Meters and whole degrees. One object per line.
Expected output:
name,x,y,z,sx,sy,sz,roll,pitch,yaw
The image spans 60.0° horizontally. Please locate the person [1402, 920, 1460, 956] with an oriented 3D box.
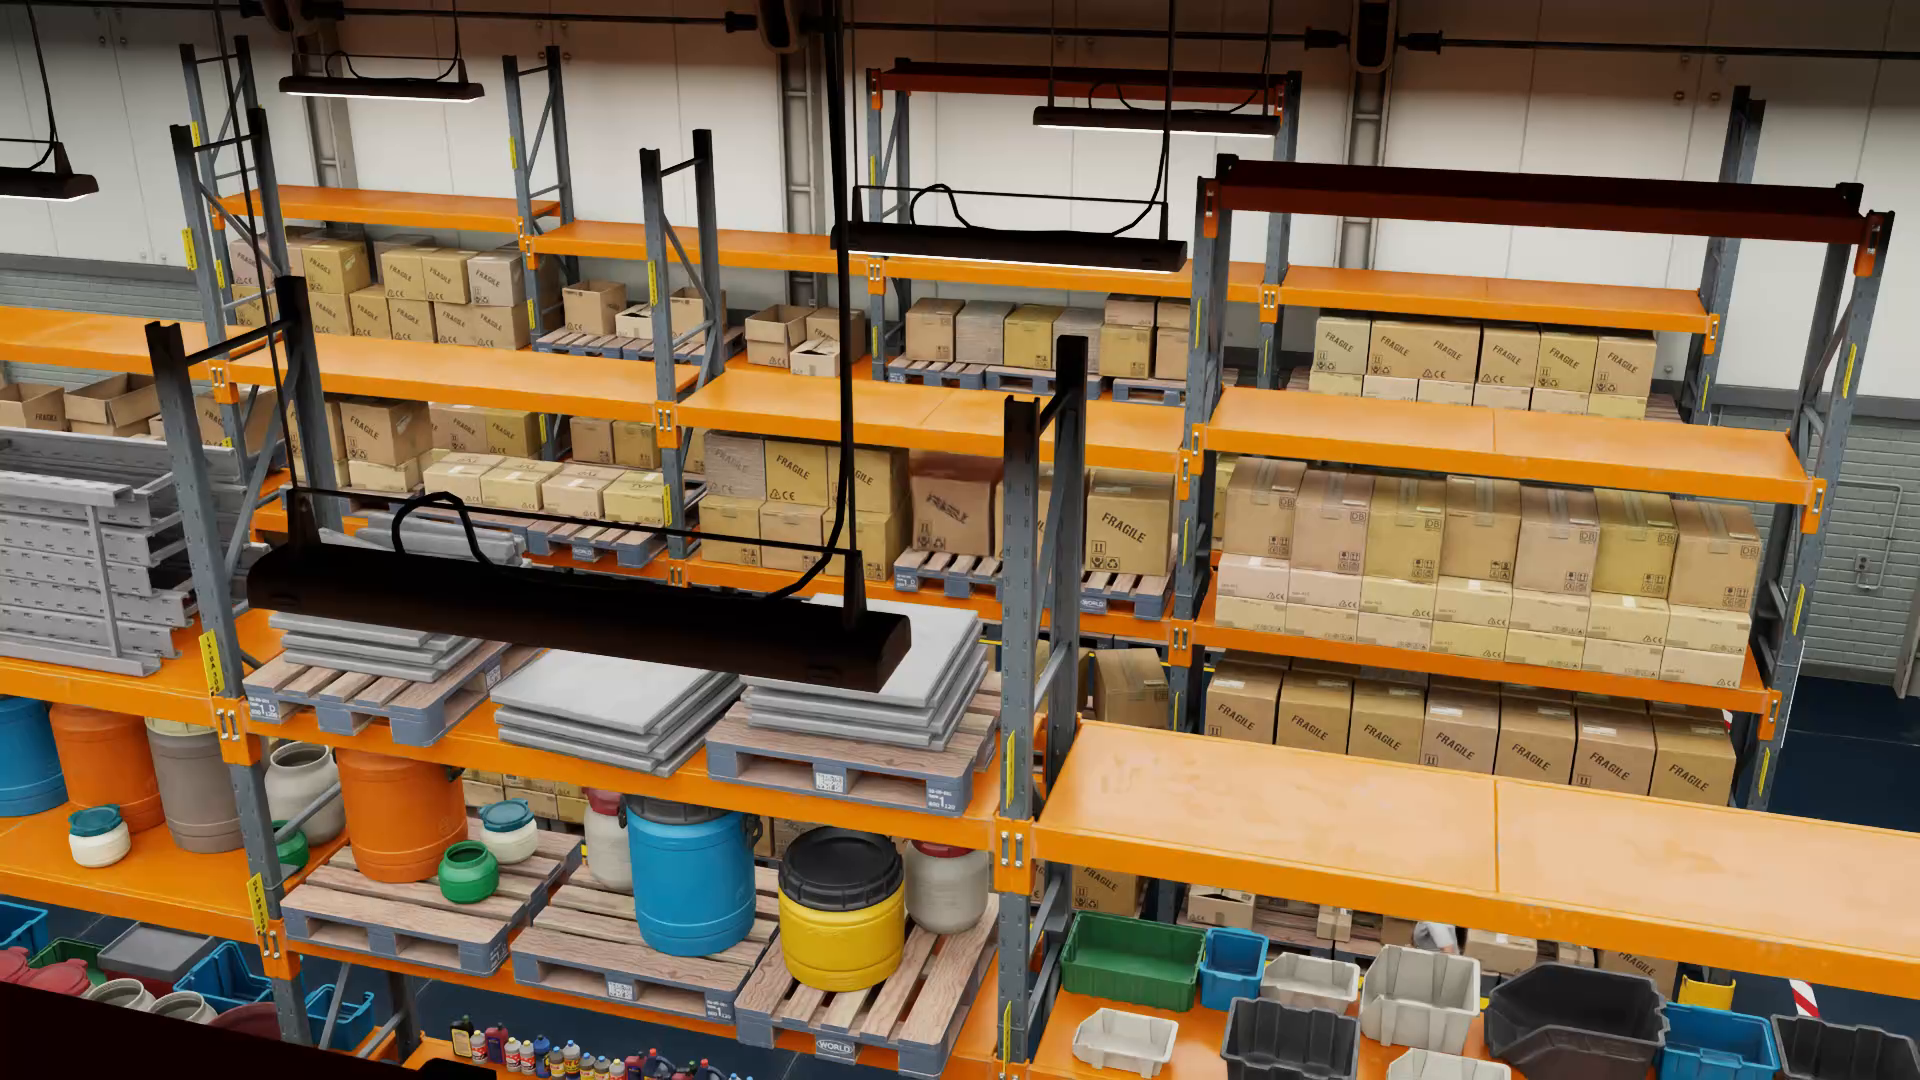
person,3.322,3.017,11.456,0.692,1.583,0.596,10,25,23
